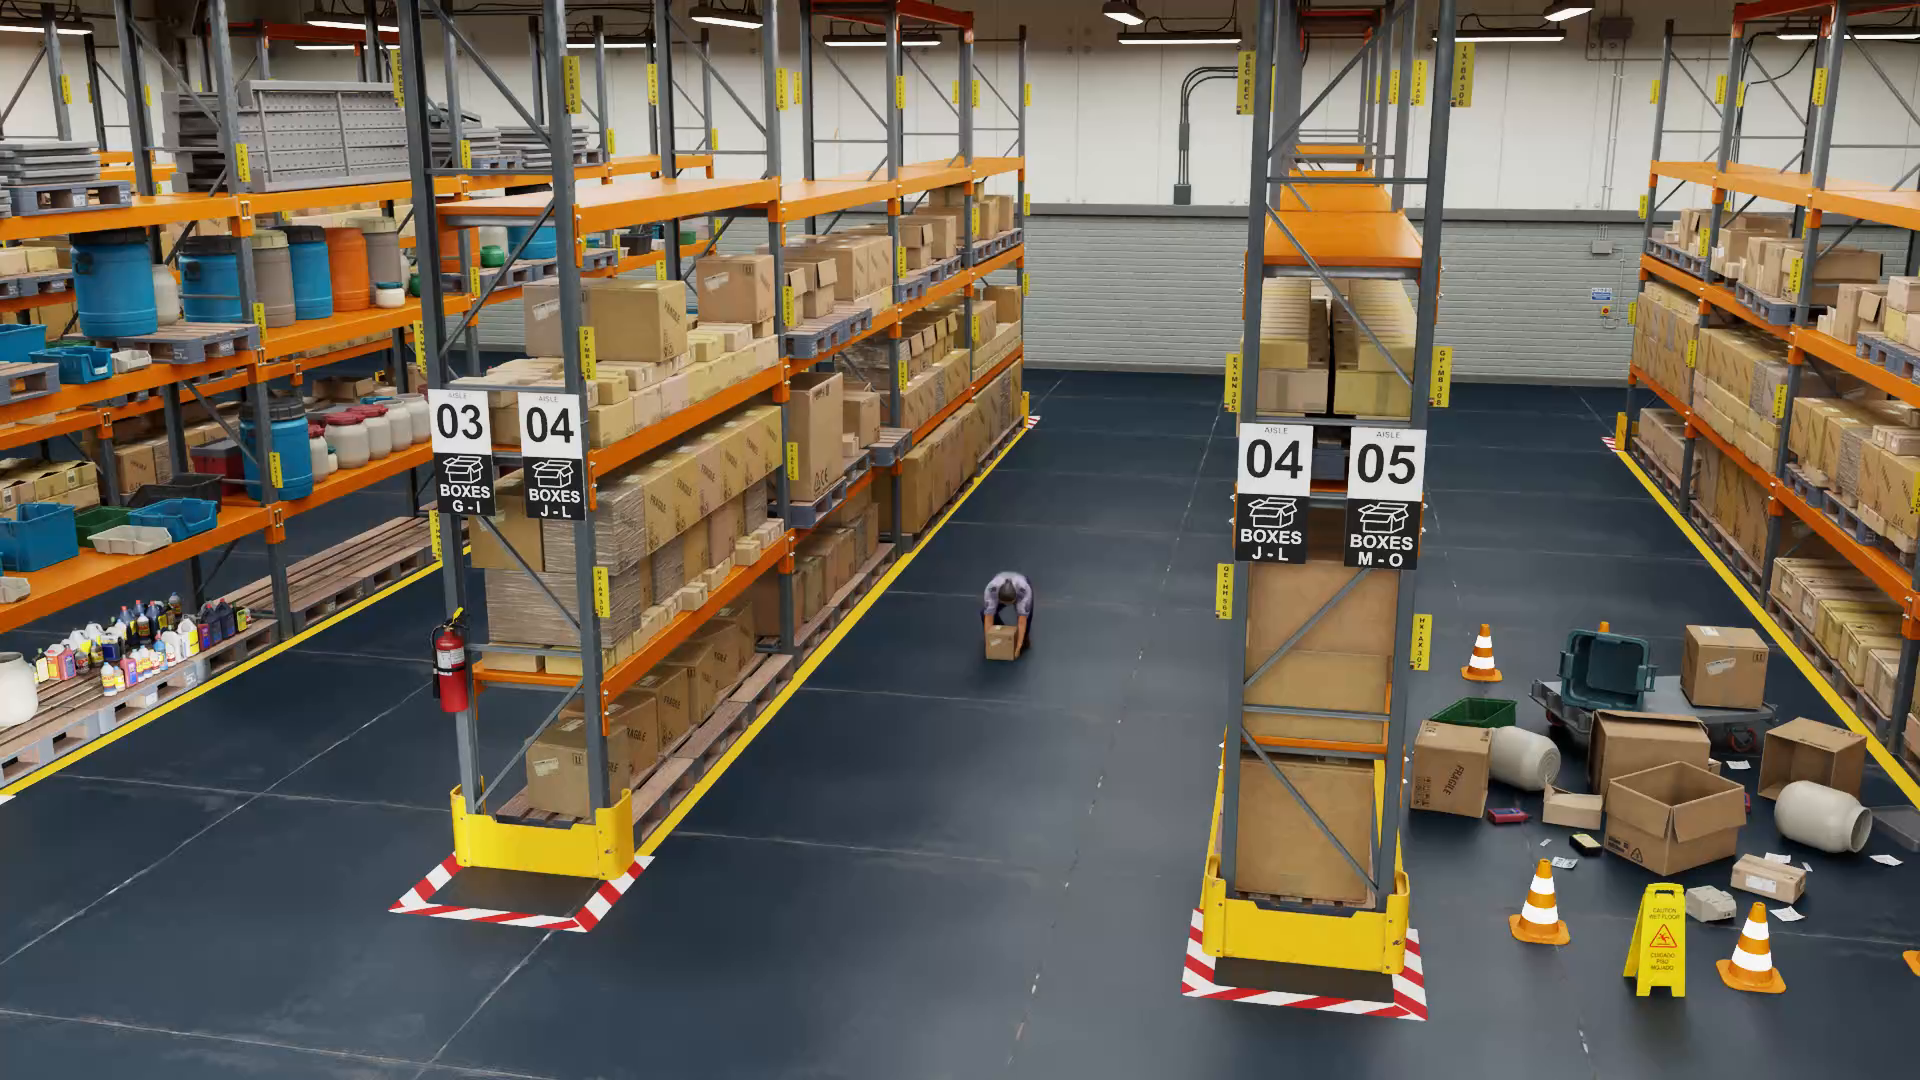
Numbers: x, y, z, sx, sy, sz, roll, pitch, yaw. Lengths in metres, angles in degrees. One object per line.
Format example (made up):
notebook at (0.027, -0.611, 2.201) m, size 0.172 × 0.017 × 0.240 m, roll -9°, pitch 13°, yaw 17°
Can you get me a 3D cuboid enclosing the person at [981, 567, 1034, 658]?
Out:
person at (0.447, 0.640, 15.455) m, size 0.496 × 0.742 × 0.896 m, roll 3°, pitch 15°, yaw 10°
